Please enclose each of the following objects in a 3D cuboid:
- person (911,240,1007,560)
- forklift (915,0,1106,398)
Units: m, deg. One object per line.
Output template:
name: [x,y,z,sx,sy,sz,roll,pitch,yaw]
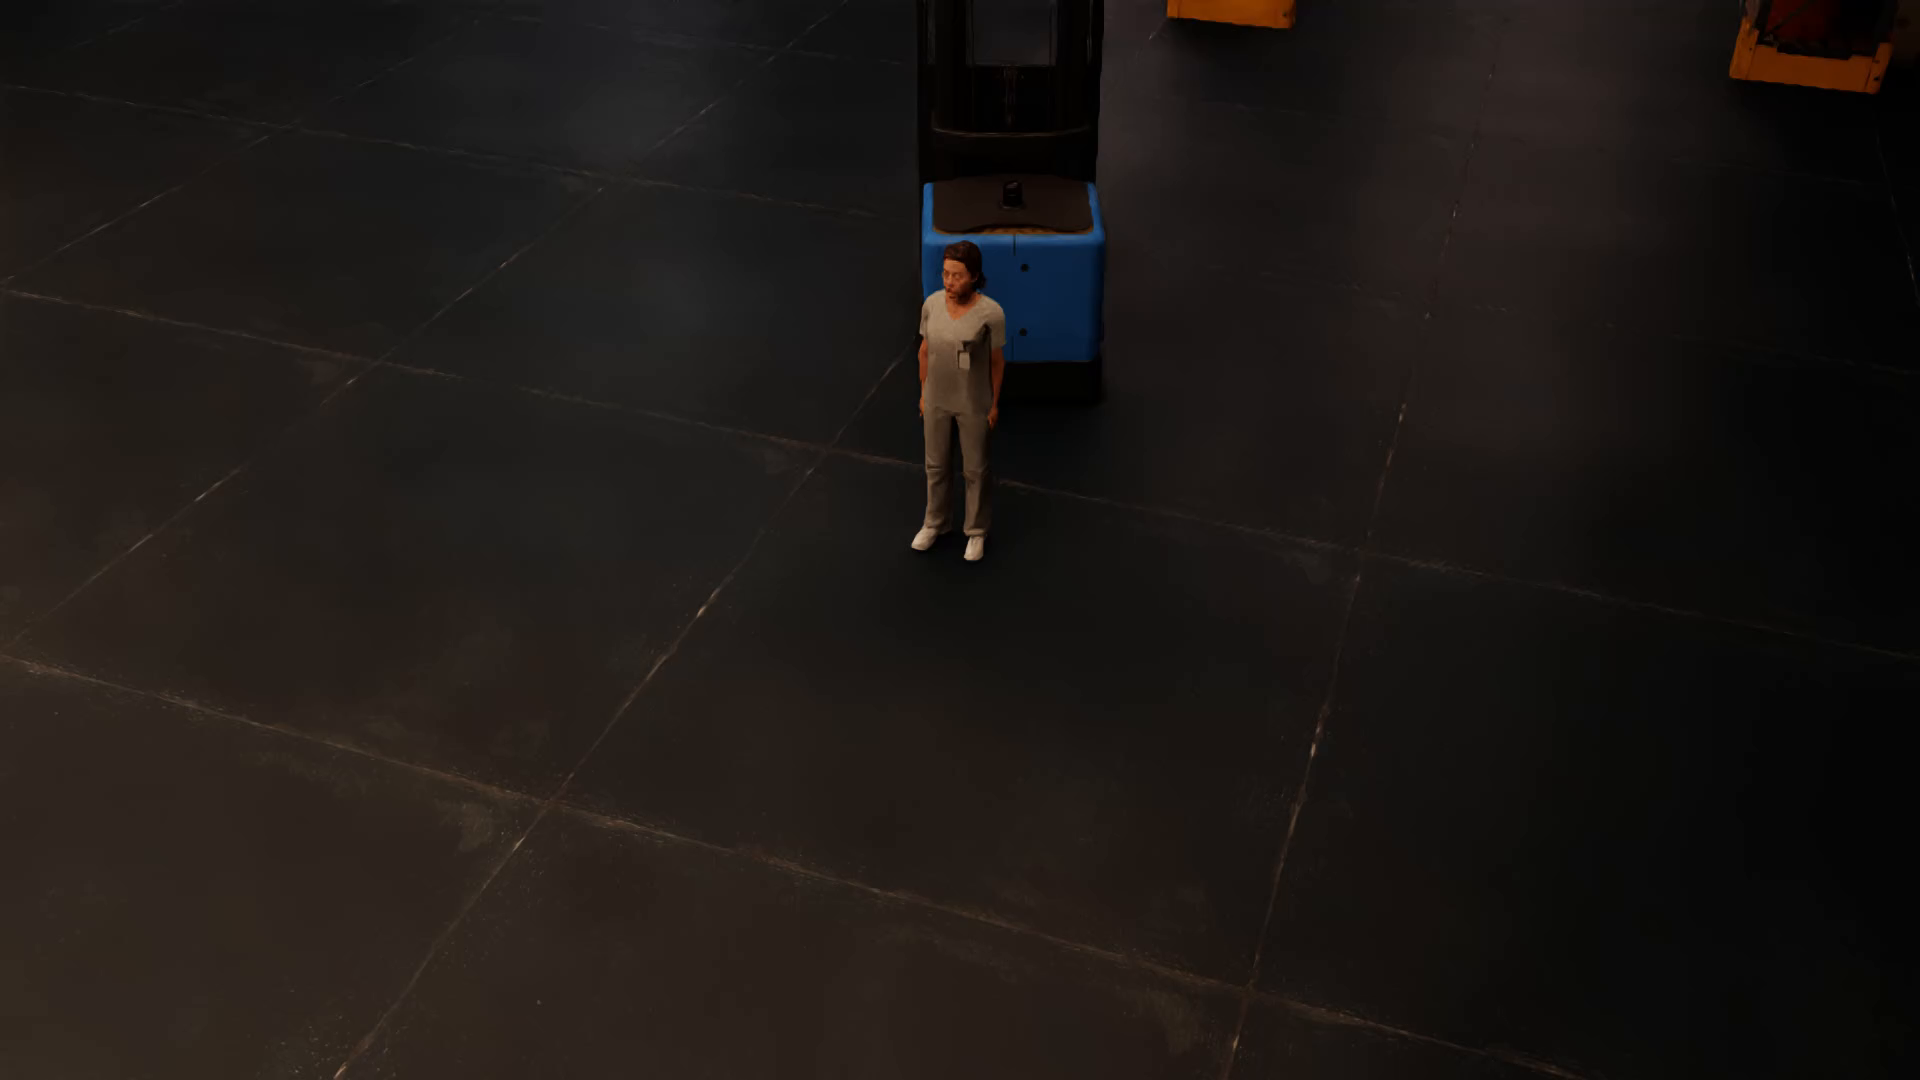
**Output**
person: [-0.002,-0.677,8.154,0.432,1.673,0.365,12,37,16]
forklift: [0.286,-2.840,10.116,1.130,2.935,3.031,0,35,0]
